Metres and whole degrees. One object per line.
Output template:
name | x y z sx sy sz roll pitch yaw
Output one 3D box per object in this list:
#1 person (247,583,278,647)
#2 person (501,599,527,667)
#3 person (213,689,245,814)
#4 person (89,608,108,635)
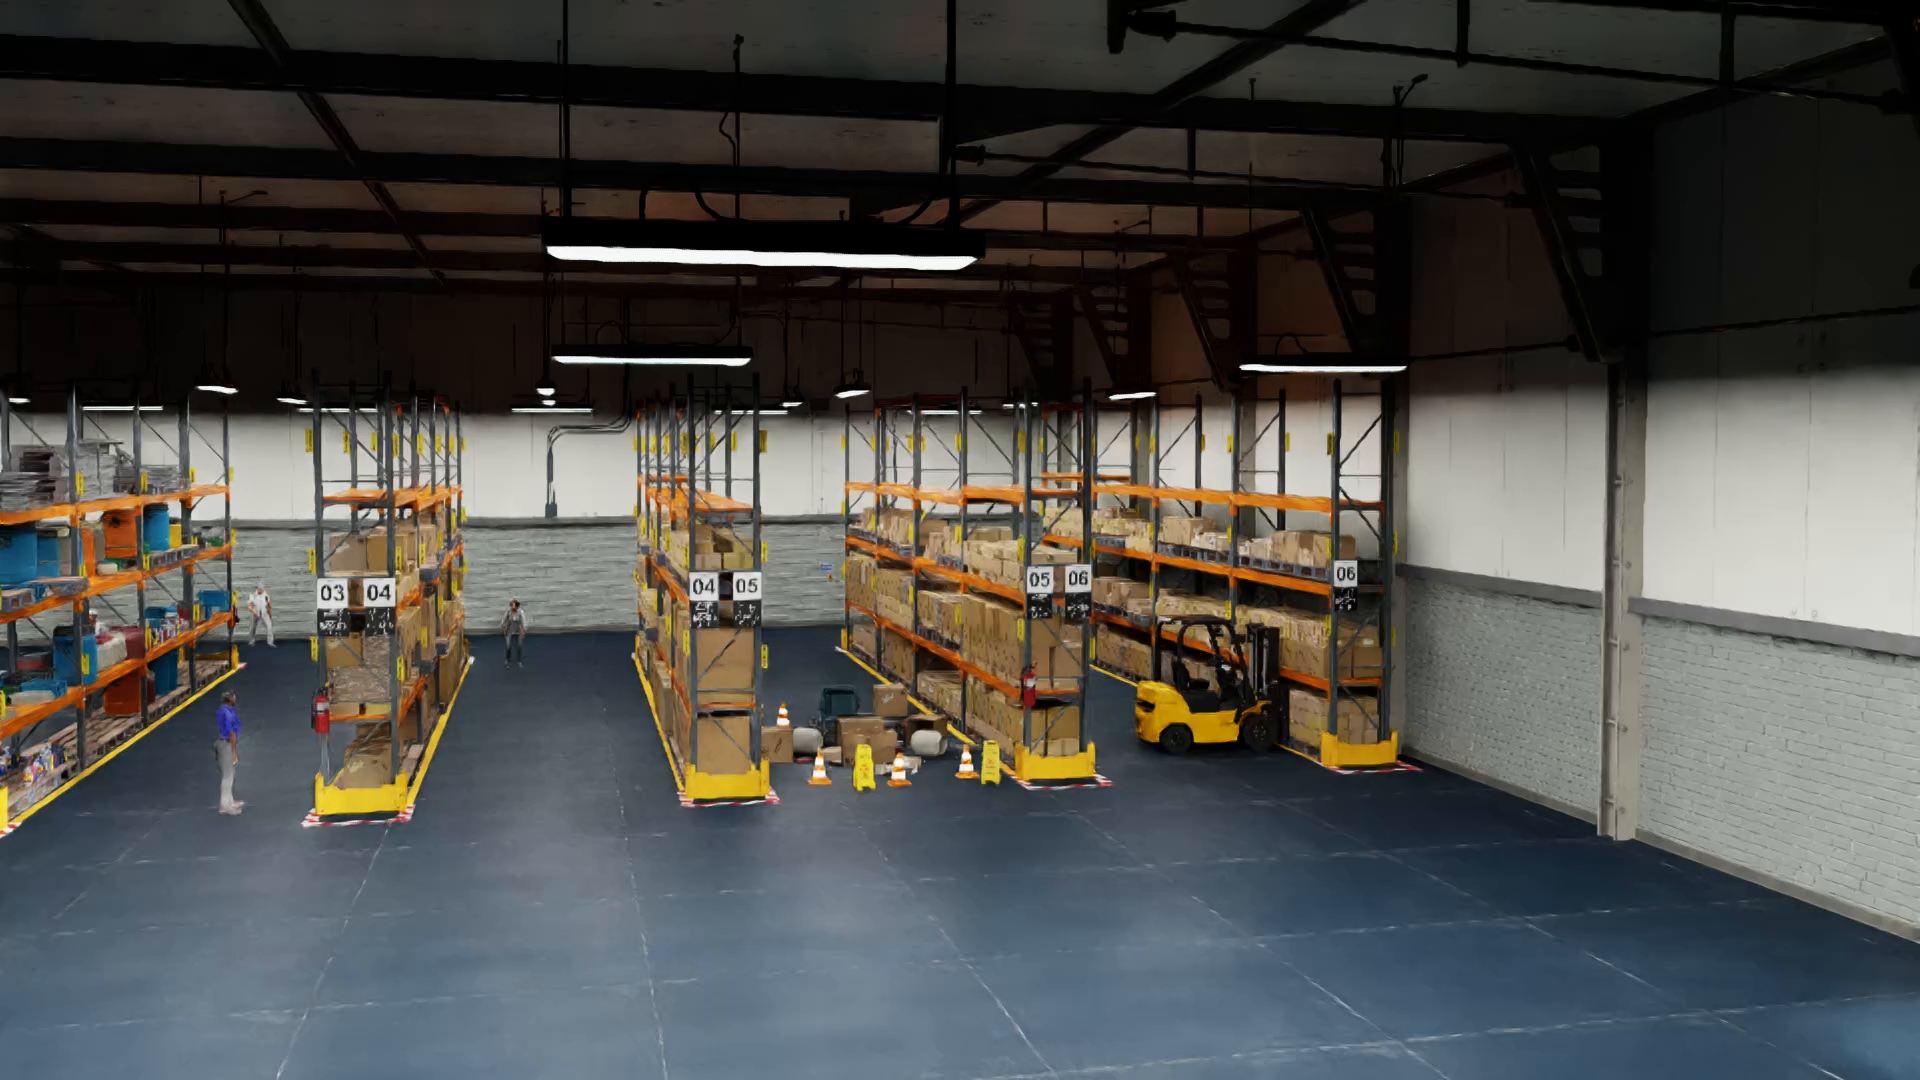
person | -17.240 1.830 40.992 0.647 1.593 0.821 -2 4 -31
person | -10.003 2.085 37.313 0.566 1.541 0.519 -1 3 -16
person | -9.920 2.852 22.621 0.437 1.667 0.553 -3 5 -43
person | -17.227 2.208 33.069 0.561 1.721 1.028 0 3 -2
